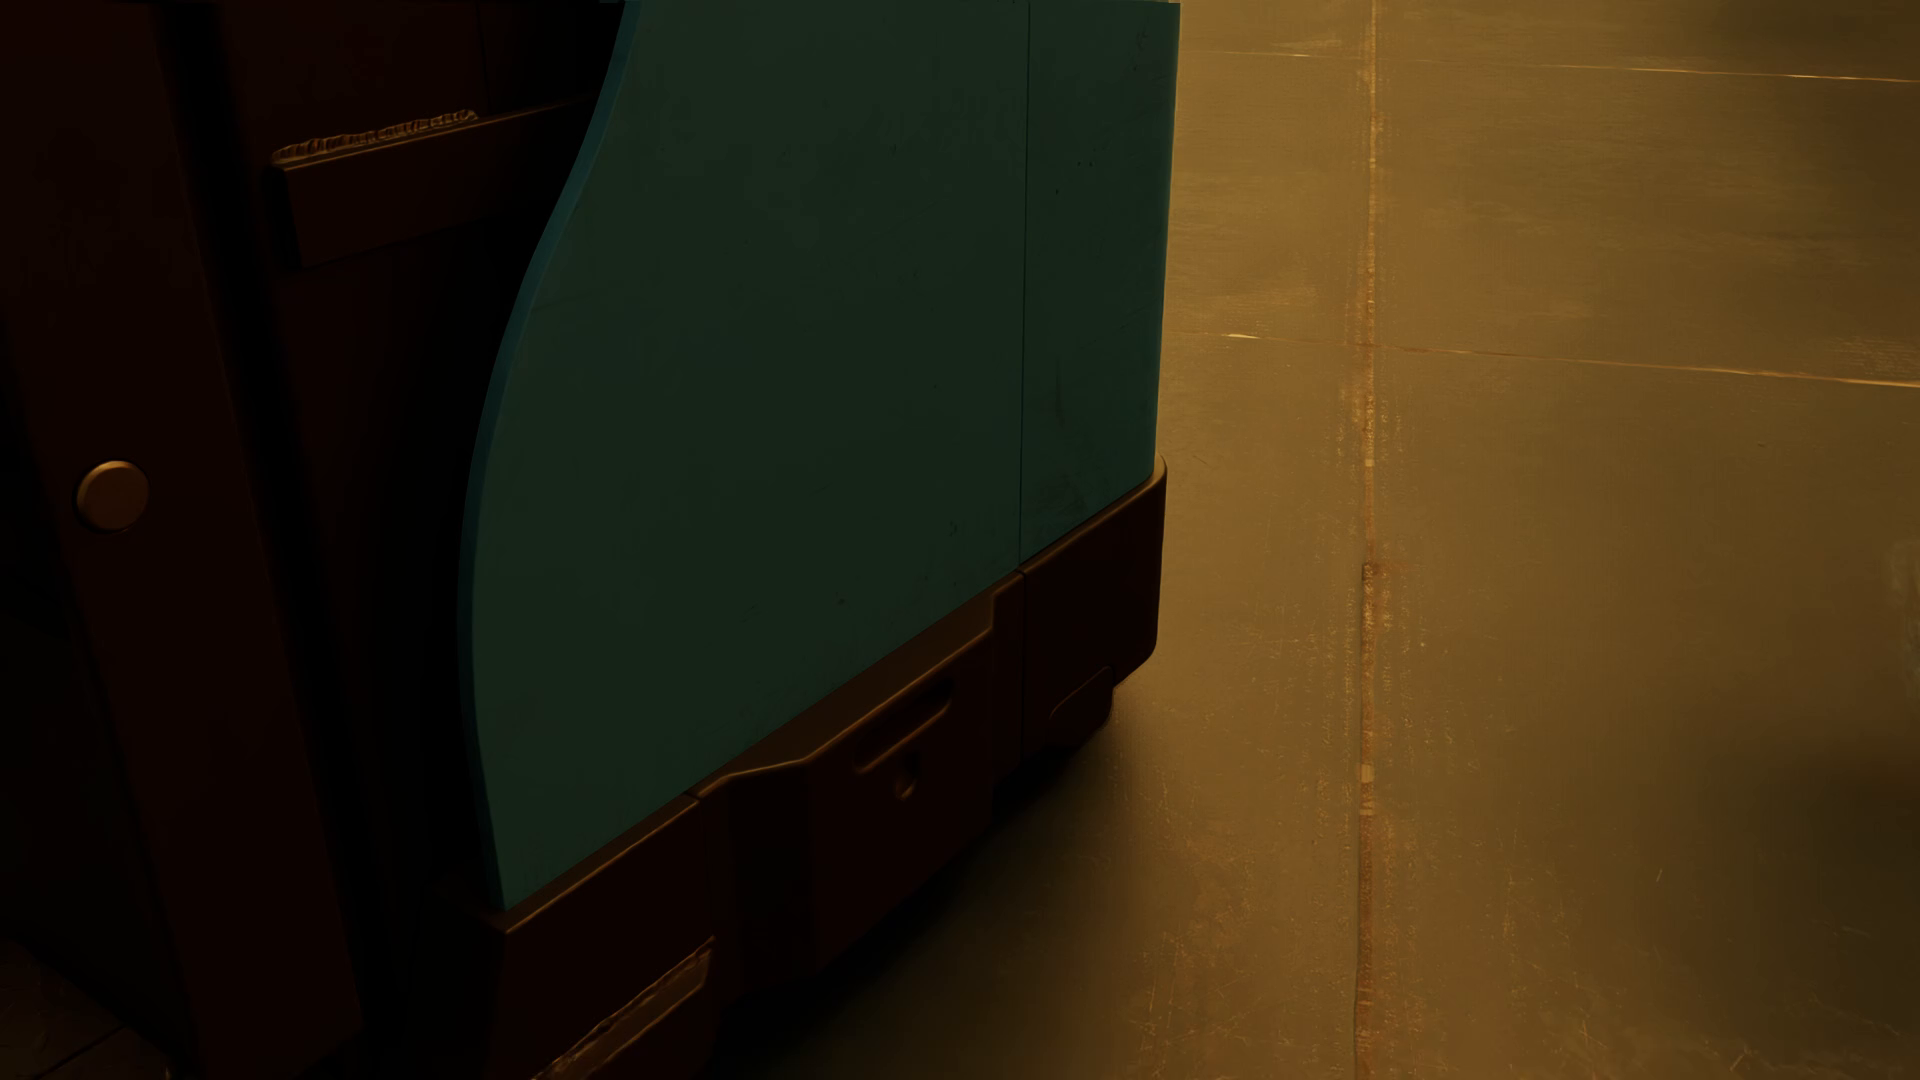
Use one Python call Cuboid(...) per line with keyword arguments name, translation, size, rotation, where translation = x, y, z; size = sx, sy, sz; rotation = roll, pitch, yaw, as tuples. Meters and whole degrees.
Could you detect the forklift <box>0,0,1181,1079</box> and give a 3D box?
Cuboid(name="forklift", translation=(-1.022, -0.719, 0.670), size=(1.130, 2.935, 3.031), rotation=(18, 32, 32))
